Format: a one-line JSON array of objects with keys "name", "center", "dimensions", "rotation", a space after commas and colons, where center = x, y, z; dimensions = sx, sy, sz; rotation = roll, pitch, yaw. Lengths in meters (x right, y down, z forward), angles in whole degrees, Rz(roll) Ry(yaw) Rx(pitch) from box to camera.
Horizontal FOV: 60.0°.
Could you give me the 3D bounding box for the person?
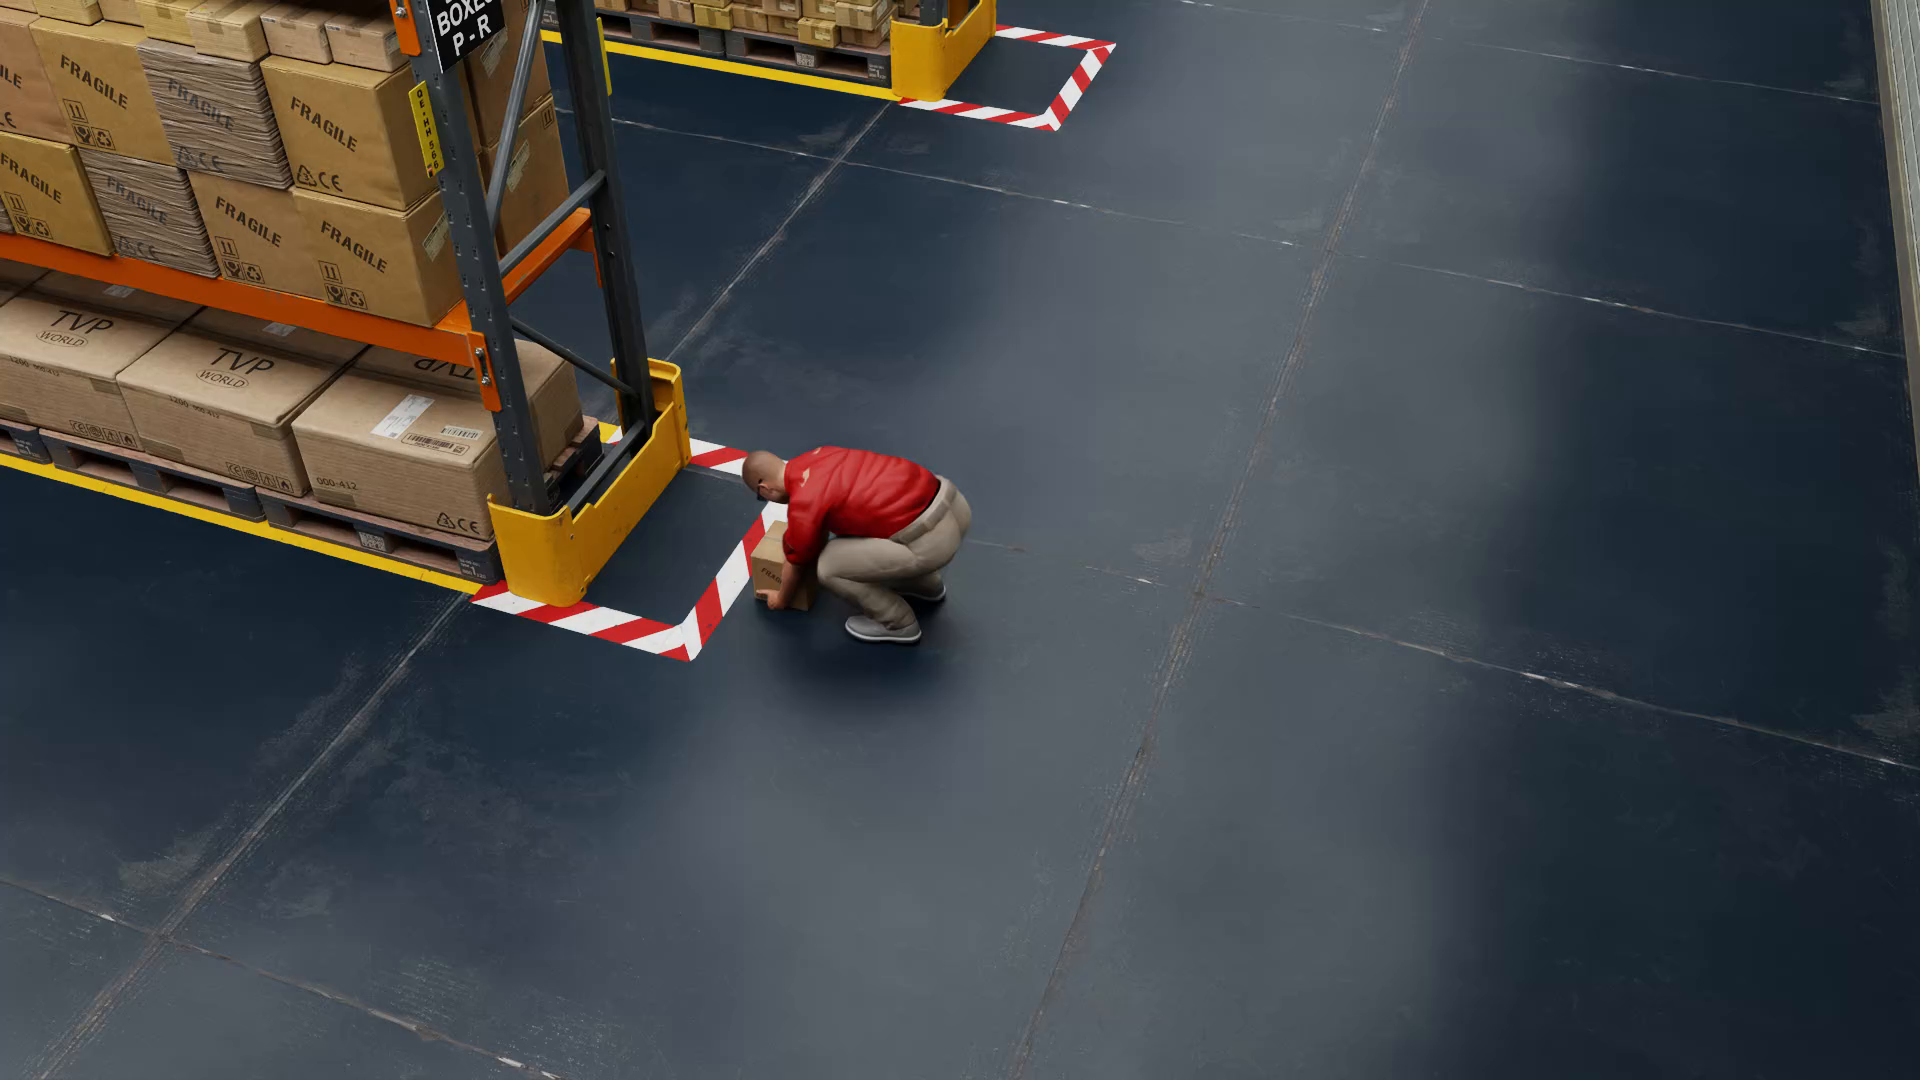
[{"name": "person", "center": [-0.431, -0.010, 6.921], "dimensions": [0.948, 0.797, 0.532], "rotation": [12, 43, 14]}]
